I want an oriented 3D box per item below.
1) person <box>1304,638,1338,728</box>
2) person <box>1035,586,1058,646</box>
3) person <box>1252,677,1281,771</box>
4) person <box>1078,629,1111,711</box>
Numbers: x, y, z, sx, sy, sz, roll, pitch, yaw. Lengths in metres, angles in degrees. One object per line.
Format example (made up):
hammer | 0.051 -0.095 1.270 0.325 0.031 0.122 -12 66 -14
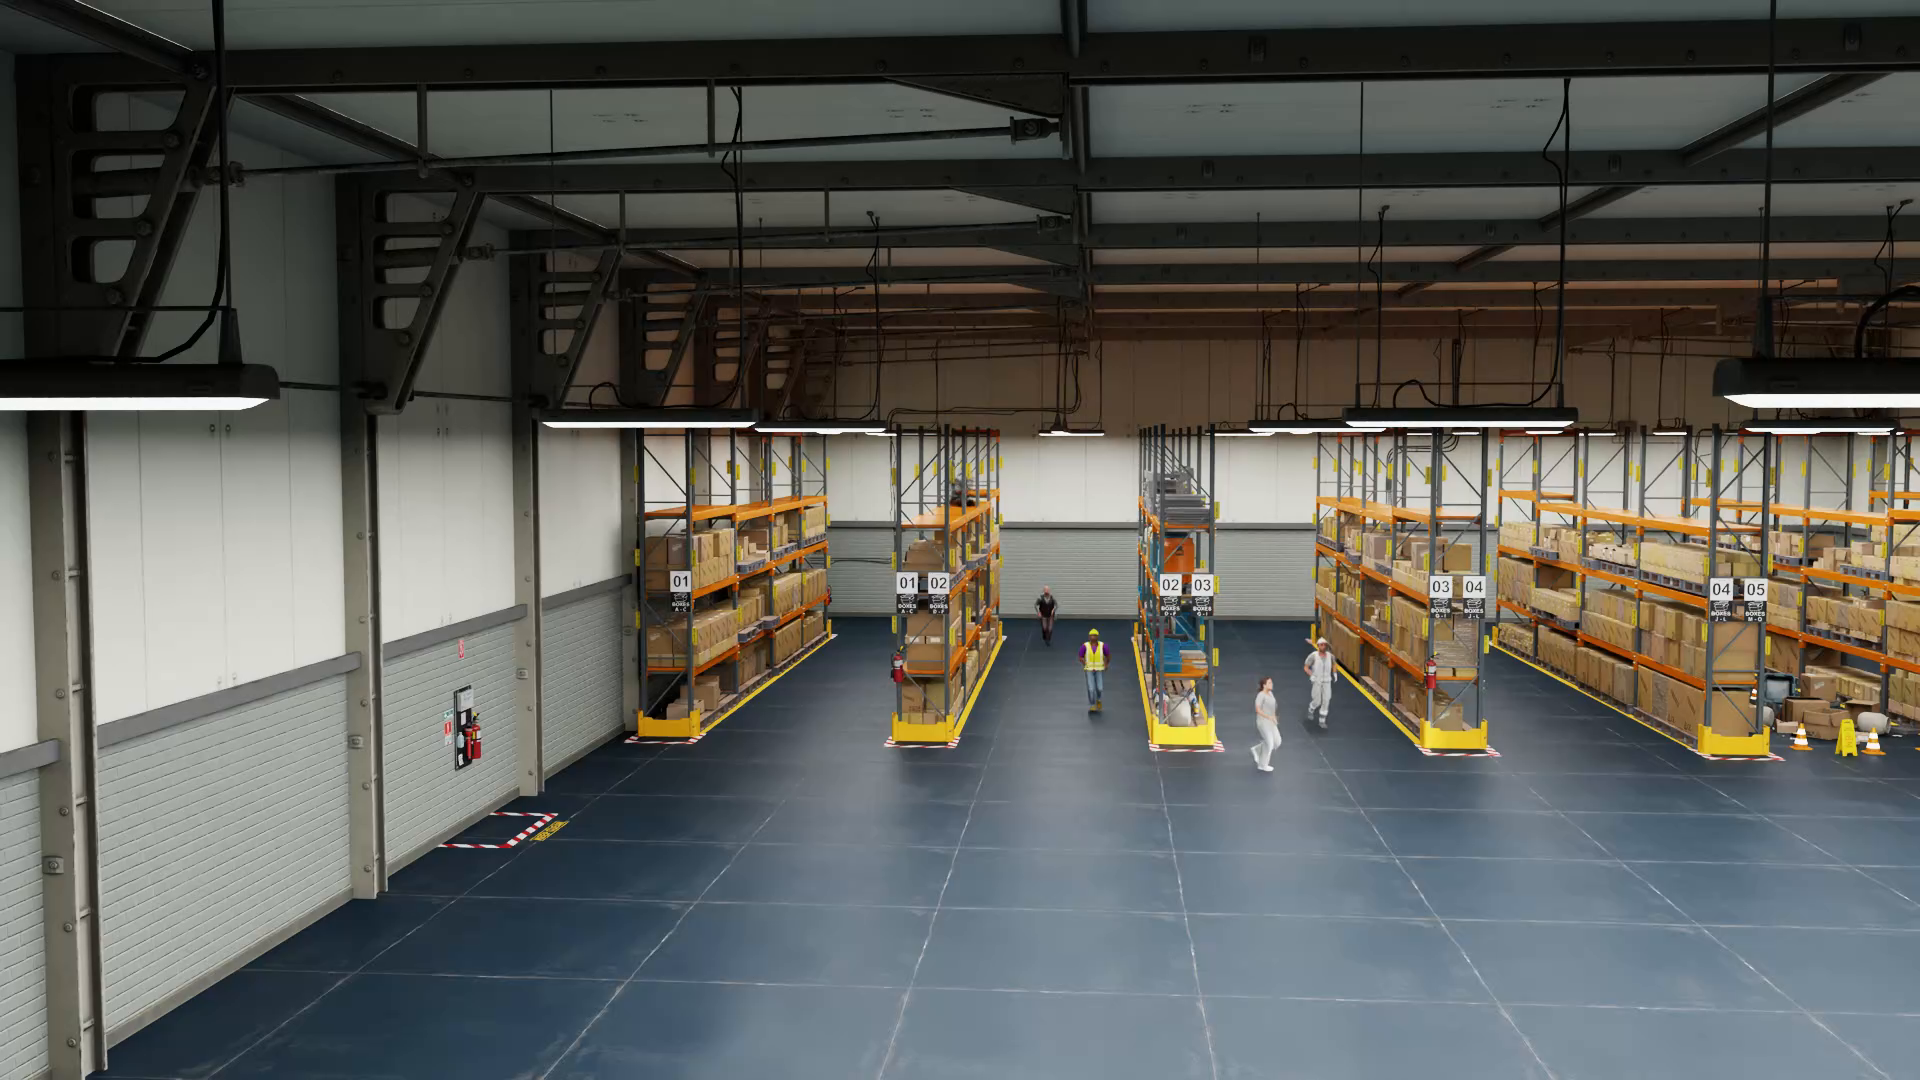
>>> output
person | 7.190 2.830 33.135 0.683 1.771 0.717 0 3 -7
person | 2.400 2.112 46.032 0.639 1.663 0.595 0 3 -6
person | 5.274 3.159 28.704 0.594 1.626 0.605 3 4 39
person | 2.816 2.732 34.804 0.688 1.721 0.582 0 3 4
